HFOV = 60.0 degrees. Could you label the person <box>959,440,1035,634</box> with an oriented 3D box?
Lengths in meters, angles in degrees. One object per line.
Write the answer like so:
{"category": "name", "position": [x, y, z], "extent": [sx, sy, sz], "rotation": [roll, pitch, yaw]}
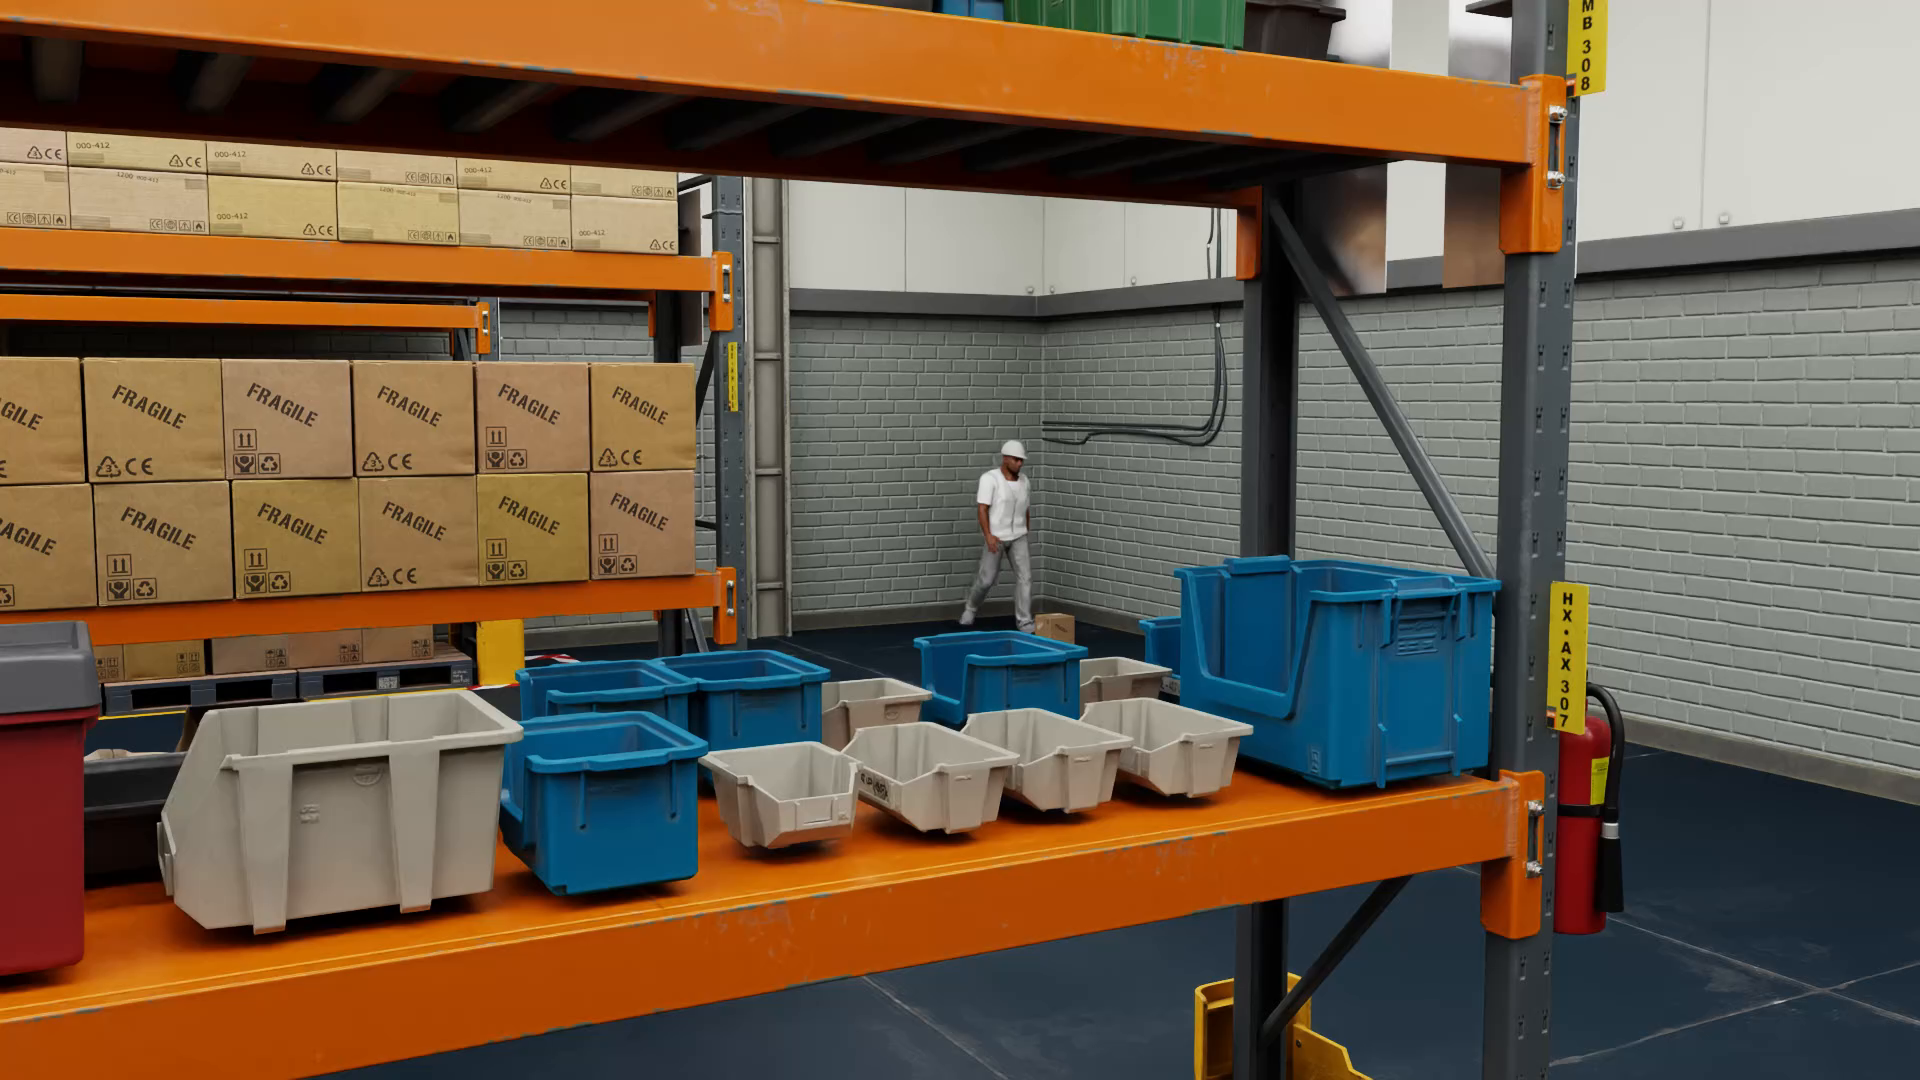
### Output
{"category": "person", "position": [0.378, -0.024, 14.893], "extent": [0.582, 1.750, 0.890], "rotation": [-3, 6, -29]}
